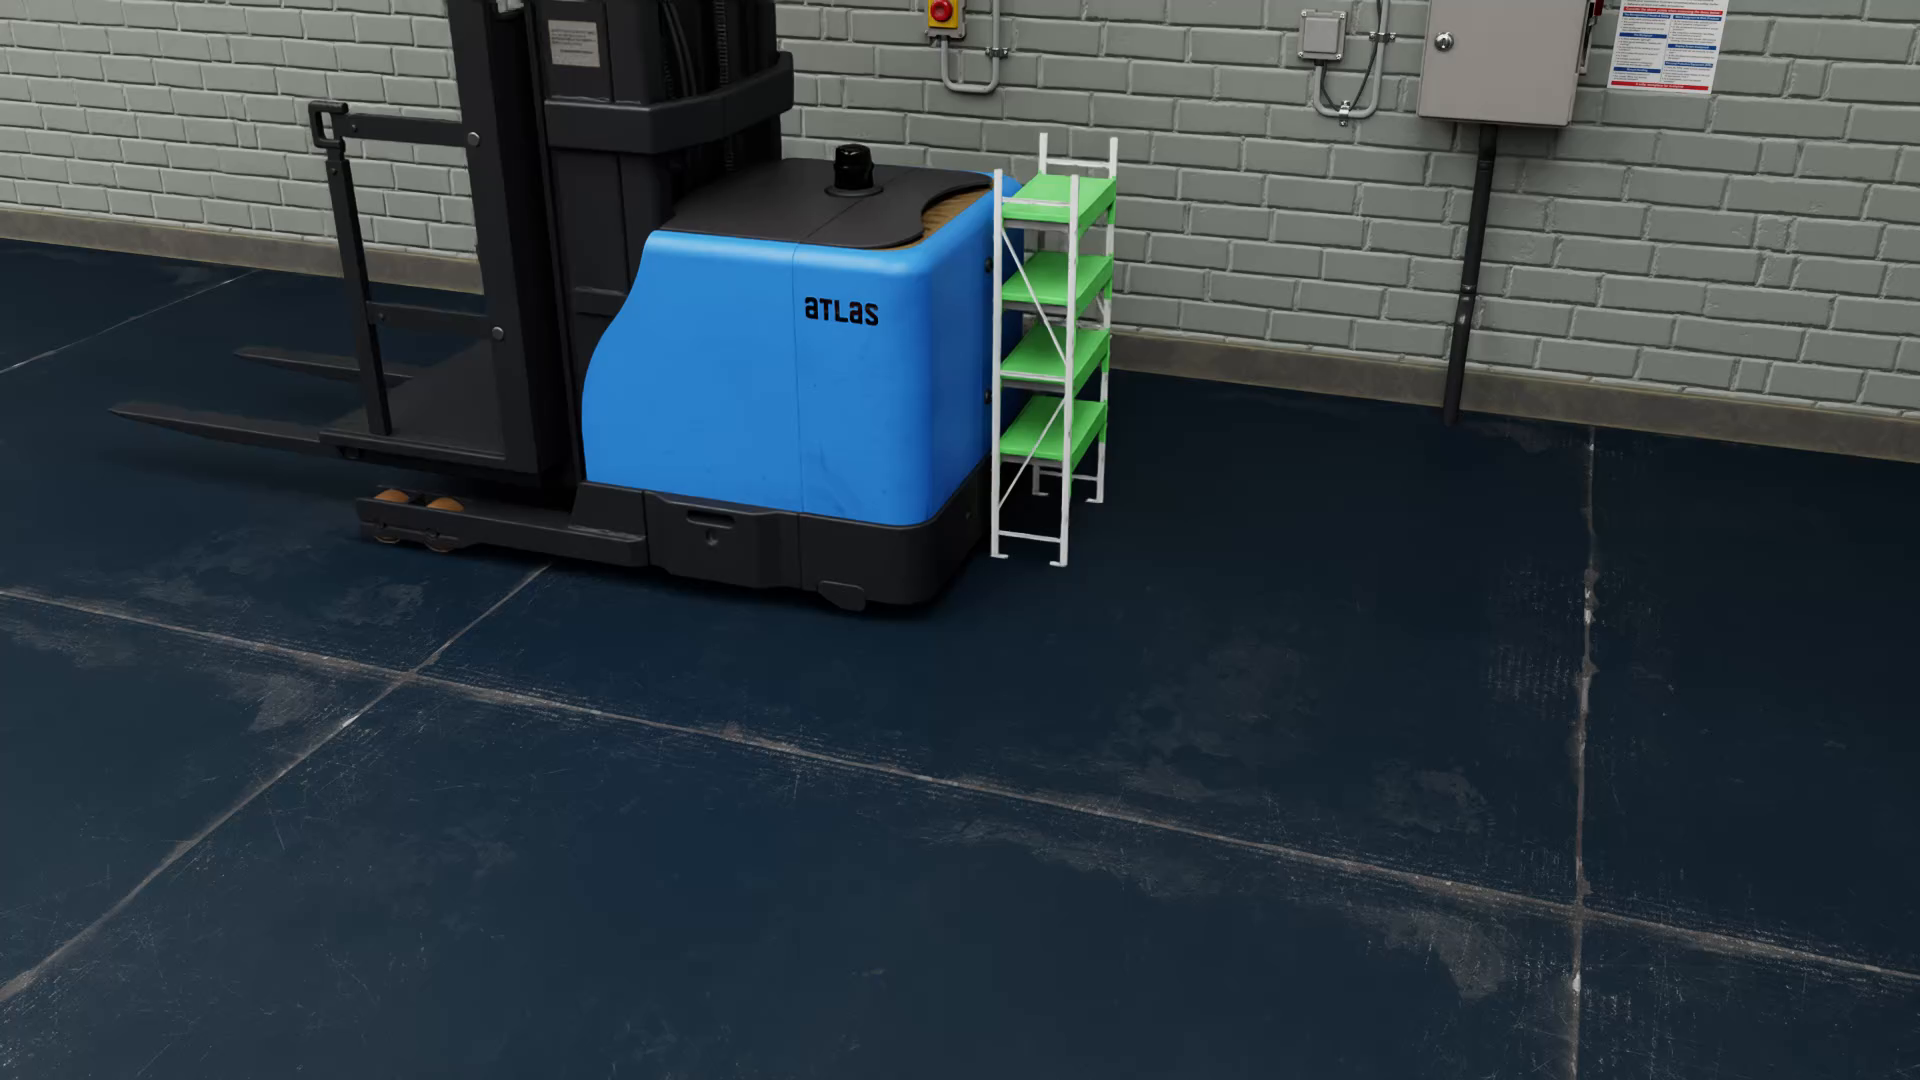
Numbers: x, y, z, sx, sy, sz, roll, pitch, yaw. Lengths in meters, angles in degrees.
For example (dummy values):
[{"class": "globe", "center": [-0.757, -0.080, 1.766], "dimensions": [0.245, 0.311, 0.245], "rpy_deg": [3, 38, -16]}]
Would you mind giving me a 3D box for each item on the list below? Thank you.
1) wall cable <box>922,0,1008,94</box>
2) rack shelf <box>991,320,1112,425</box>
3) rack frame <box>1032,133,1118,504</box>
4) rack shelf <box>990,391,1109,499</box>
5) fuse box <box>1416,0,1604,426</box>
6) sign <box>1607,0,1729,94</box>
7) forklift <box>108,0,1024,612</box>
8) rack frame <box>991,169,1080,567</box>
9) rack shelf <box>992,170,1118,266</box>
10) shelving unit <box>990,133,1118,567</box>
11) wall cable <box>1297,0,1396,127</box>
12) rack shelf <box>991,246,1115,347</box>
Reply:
[{"class": "wall cable", "center": [-0.110, -2.603, 5.983], "dimensions": [0.585, 1.953, 0.123], "rpy_deg": [9, 27, 17]}, {"class": "rack shelf", "center": [0.285, -0.519, 5.093], "dimensions": [0.258, 0.148, 0.480], "rpy_deg": [8, 27, 16]}, {"class": "rack frame", "center": [0.358, -0.678, 5.274], "dimensions": [0.240, 1.200, 0.015], "rpy_deg": [8, 27, 16]}, {"class": "rack shelf", "center": [0.285, -0.303, 5.197], "dimensions": [0.258, 0.148, 0.480], "rpy_deg": [8, 27, 16]}, {"class": "fuse box", "center": [1.823, -1.187, 5.739], "dimensions": [0.539, 1.711, 0.414], "rpy_deg": [9, 27, 17]}, {"class": "sign", "center": [2.357, -1.738, 5.506], "dimensions": [0.329, 0.494, 0.001], "rpy_deg": [9, 27, 17]}, {"class": "forklift", "center": [-1.361, -1.487, 4.958], "dimensions": [3.031, 2.935, 1.130], "rpy_deg": [8, 27, 17]}, {"class": "rack frame", "center": [0.212, -0.475, 4.855], "dimensions": [0.240, 1.200, 0.015], "rpy_deg": [8, 27, 16]}, {"class": "rack shelf", "center": [0.285, -0.951, 4.883], "dimensions": [0.258, 0.148, 0.480], "rpy_deg": [8, 27, 16]}, {"class": "shelving unit", "center": [0.285, -0.577, 5.065], "dimensions": [0.258, 1.200, 0.503], "rpy_deg": [8, 27, 16]}, {"class": "wall cable", "center": [1.232, -2.388, 5.574], "dimensions": [0.588, 1.984, 0.122], "rpy_deg": [9, 27, 17]}, {"class": "rack shelf", "center": [0.285, -0.735, 4.988], "dimensions": [0.258, 0.148, 0.480], "rpy_deg": [8, 27, 16]}]
